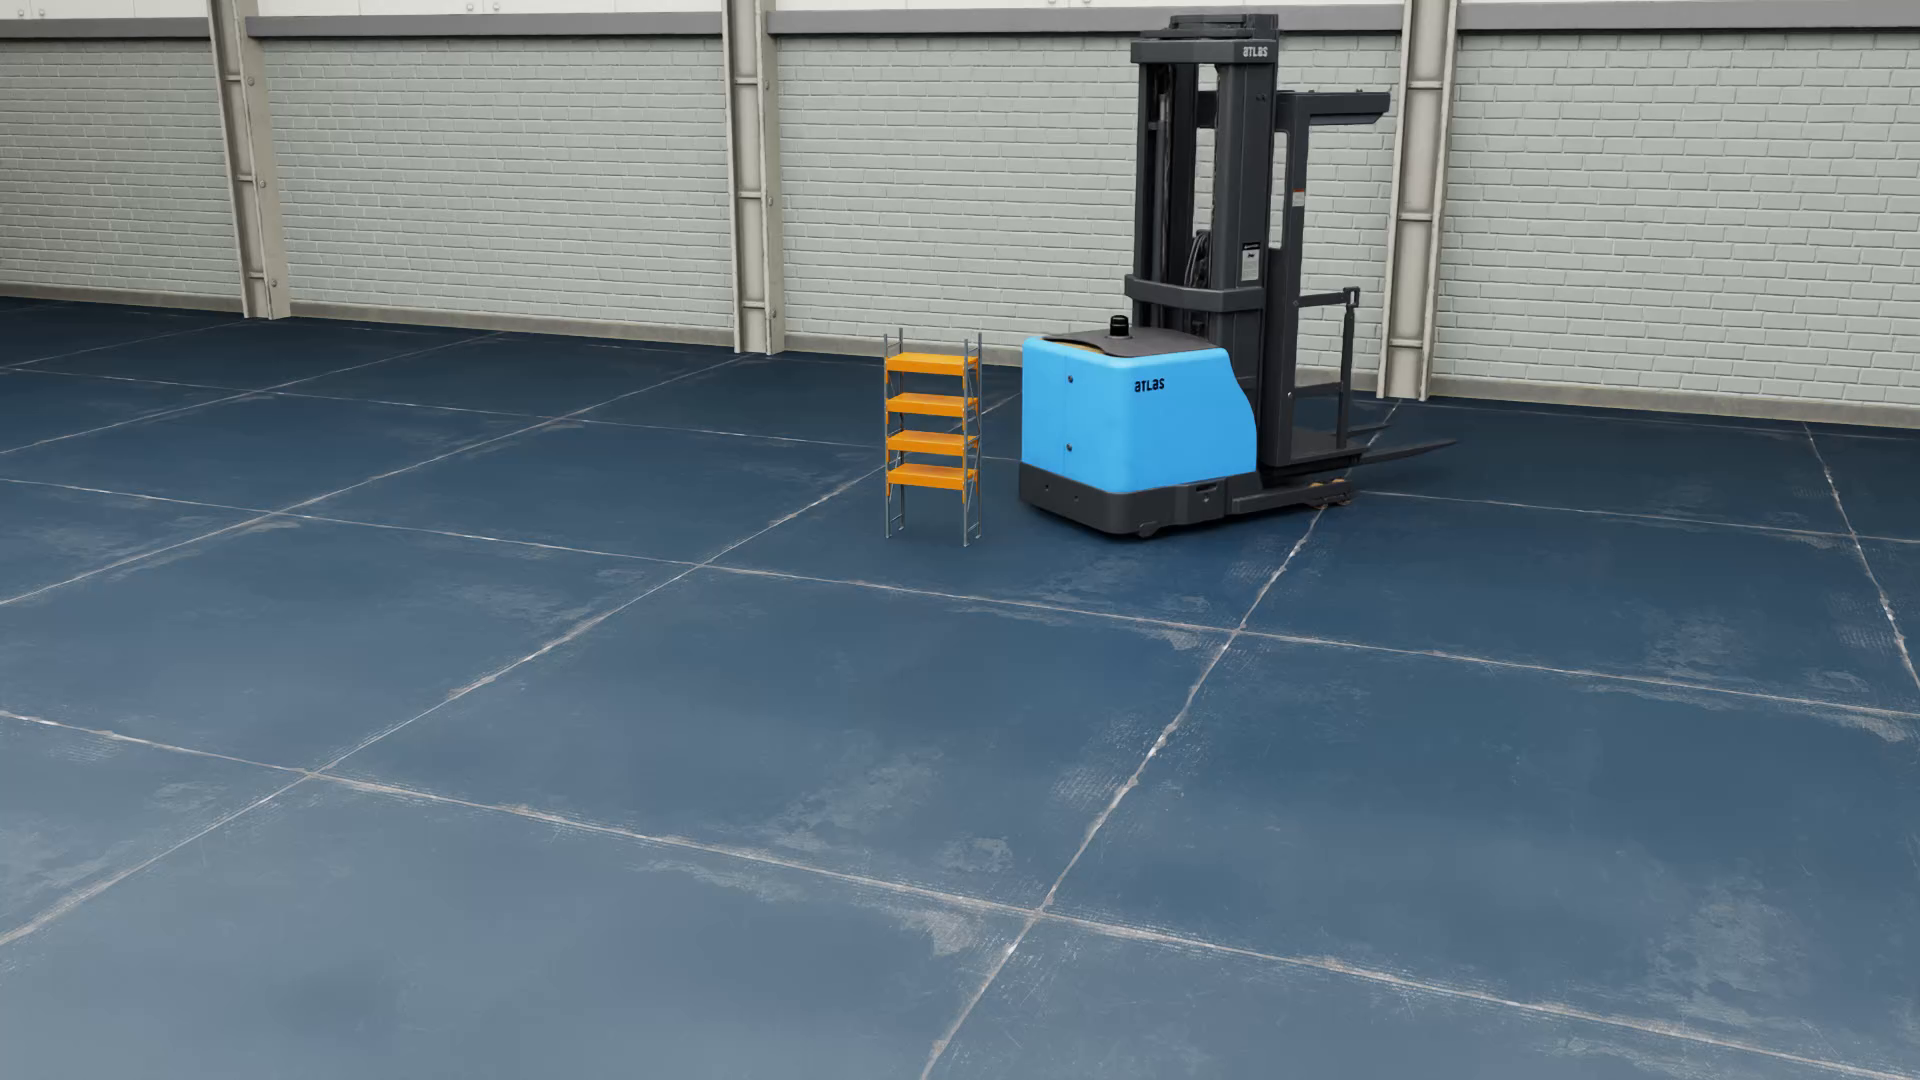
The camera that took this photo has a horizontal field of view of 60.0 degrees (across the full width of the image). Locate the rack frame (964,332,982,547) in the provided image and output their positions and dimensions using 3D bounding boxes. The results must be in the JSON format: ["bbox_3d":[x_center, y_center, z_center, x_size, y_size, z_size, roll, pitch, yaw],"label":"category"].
[{"bbox_3d":[0.073,-0.568,9.479,0.015,1.200,0.240,6,17,21],"label":"rack frame"}]

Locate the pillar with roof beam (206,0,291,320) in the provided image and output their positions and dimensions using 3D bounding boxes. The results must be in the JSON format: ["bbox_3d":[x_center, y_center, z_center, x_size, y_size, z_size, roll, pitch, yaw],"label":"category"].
[{"bbox_3d":[-9.069,-5.625,12.910,0.400,9.000,9.100,6,17,21],"label":"pillar with roof beam"}]

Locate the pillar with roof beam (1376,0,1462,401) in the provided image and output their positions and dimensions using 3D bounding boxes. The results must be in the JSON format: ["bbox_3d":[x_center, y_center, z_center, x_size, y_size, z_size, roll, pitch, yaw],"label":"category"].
[{"bbox_3d":[2.094,-4.398,8.681,0.400,9.000,9.100,6,17,21],"label":"pillar with roof beam"}]

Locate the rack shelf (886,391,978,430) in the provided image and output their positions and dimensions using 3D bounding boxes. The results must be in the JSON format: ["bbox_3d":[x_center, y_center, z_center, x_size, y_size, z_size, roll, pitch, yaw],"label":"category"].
[{"bbox_3d":[-0.154,-0.743,9.521,0.480,0.148,0.258,6,17,21],"label":"rack shelf"}]

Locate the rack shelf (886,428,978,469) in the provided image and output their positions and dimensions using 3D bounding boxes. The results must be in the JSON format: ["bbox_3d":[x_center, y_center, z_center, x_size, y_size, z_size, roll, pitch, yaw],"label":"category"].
[{"bbox_3d":[-0.154,-0.529,9.583,0.480,0.148,0.258,6,17,21],"label":"rack shelf"}]

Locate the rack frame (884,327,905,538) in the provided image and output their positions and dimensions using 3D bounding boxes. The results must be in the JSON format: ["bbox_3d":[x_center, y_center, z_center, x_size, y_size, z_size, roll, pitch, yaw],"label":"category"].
[{"bbox_3d":[-0.381,-0.618,9.651,0.015,1.200,0.240,6,17,21],"label":"rack frame"}]

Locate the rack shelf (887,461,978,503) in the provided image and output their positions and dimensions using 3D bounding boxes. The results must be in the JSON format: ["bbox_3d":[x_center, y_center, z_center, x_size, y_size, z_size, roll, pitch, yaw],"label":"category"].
[{"bbox_3d":[-0.154,-0.338,9.639,0.480,0.148,0.258,6,17,21],"label":"rack shelf"}]

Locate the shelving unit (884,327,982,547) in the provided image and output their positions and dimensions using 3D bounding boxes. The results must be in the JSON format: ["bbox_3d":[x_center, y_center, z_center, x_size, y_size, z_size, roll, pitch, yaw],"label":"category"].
[{"bbox_3d":[-0.154,-0.593,9.565,0.503,1.200,0.258,6,17,21],"label":"shelving unit"}]

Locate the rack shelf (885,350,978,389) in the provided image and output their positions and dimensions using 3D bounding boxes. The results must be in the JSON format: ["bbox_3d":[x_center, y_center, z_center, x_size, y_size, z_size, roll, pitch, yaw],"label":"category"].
[{"bbox_3d":[-0.154,-0.971,9.455,0.480,0.148,0.258,6,17,21],"label":"rack shelf"}]

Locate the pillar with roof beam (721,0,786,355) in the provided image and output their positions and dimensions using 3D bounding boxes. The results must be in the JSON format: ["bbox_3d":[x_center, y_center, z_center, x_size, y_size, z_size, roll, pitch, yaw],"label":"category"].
[{"bbox_3d":[-3.488,-5.012,10.796,0.400,9.000,9.100,6,17,21],"label":"pillar with roof beam"}]

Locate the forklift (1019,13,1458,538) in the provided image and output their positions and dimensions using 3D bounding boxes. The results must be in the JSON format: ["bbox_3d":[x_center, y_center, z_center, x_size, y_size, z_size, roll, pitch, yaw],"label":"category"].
[{"bbox_3d":[1.884,-1.709,10.304,3.031,2.935,1.130,-10,19,-31],"label":"forklift"}]
